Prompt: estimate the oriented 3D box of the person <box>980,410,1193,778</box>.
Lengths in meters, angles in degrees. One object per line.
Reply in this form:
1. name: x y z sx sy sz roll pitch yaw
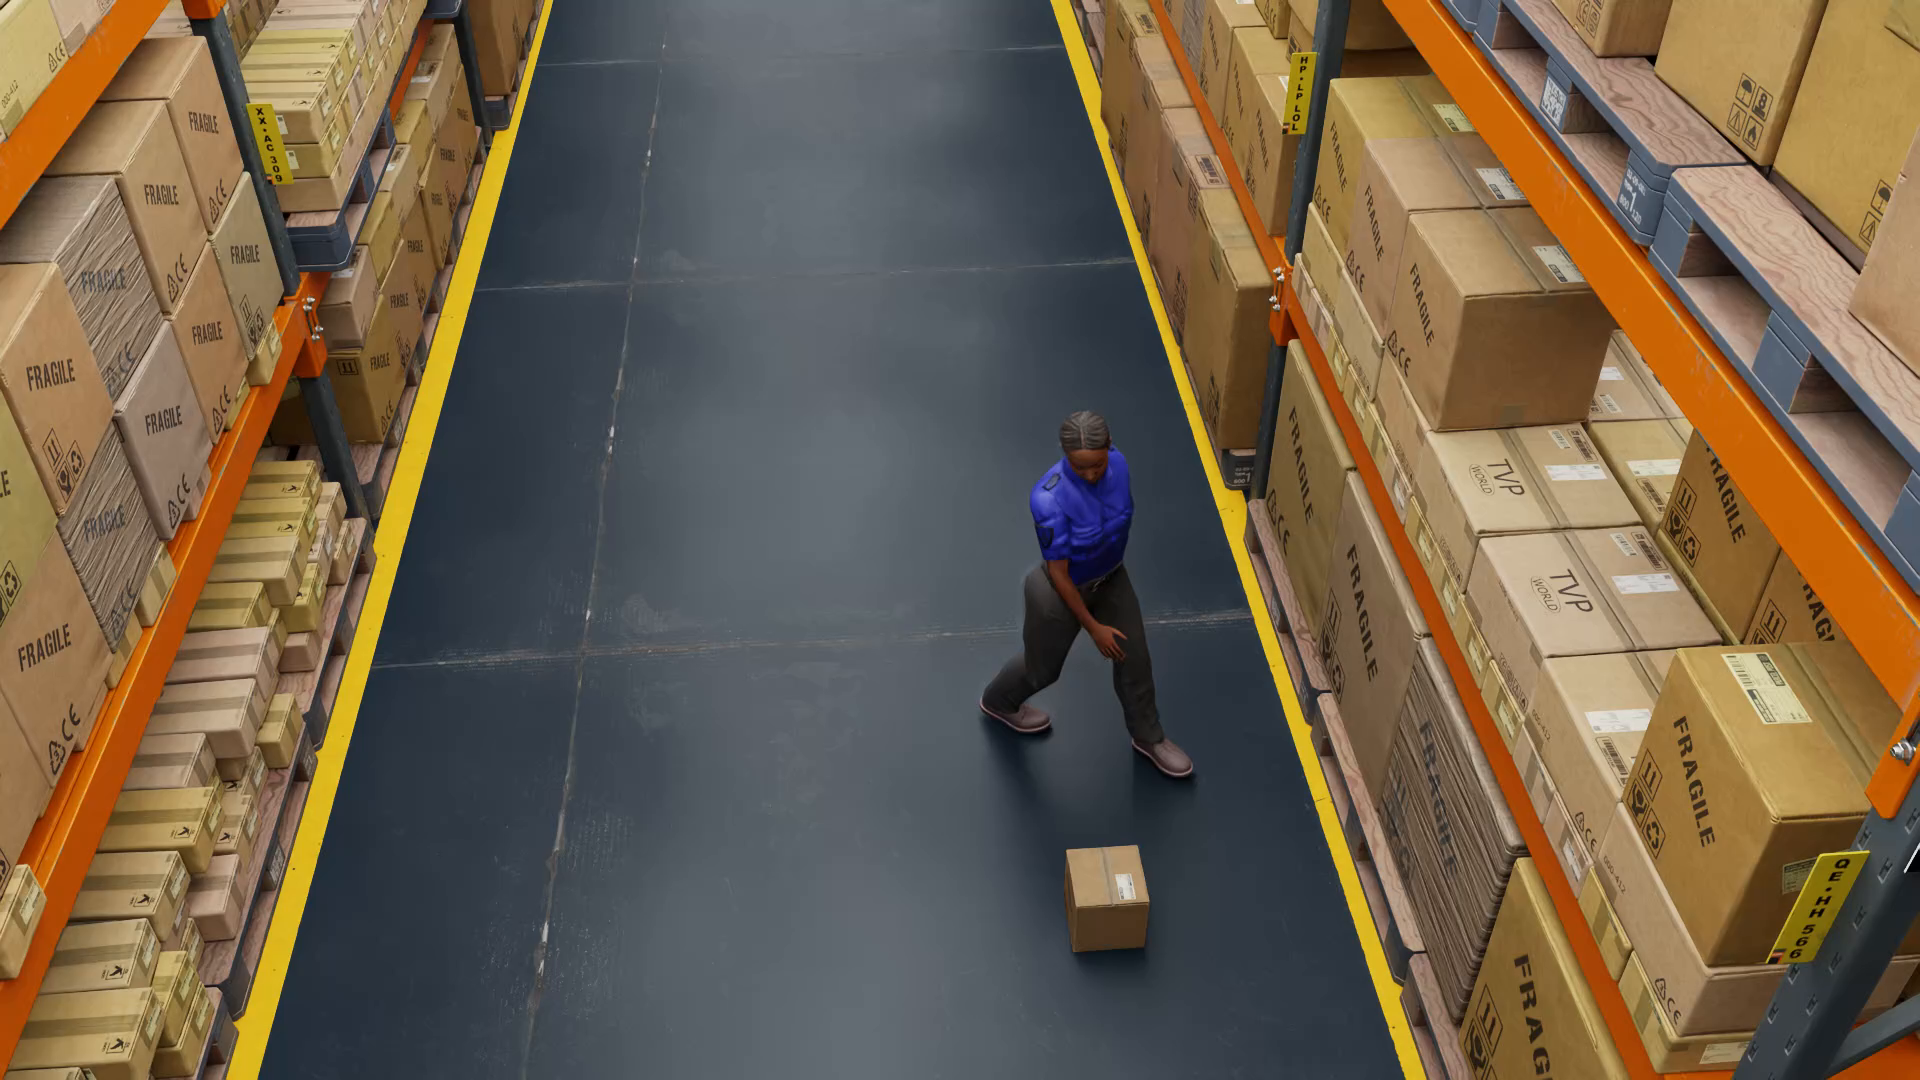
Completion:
1. person: 0.469 0.178 5.951 0.512 1.607 0.798 -27 47 -29
